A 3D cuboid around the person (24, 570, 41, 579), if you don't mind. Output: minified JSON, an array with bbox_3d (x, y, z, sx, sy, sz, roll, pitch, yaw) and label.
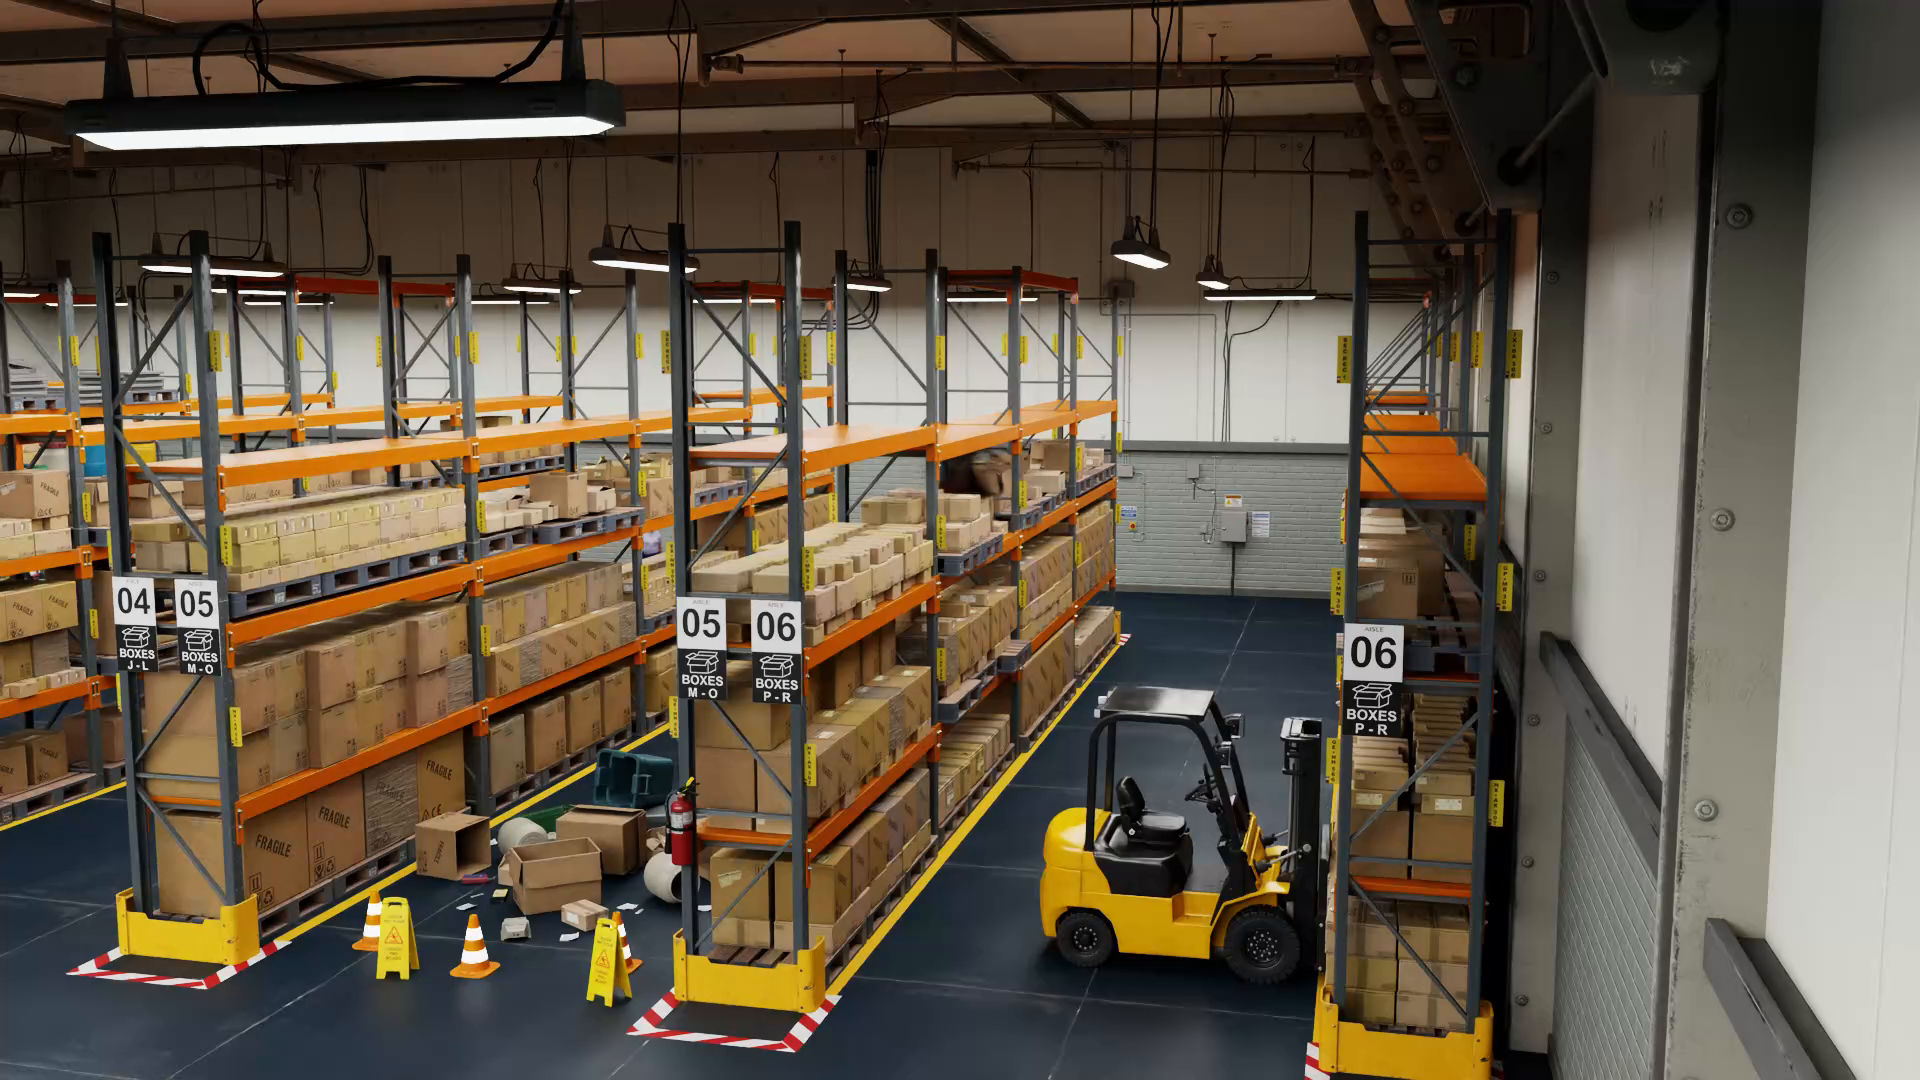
[{"bbox_3d":[-15.347,0.970,27.719,0.433,1.640,0.948,2,7,16],"label":"person"}]

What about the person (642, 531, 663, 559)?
[{"bbox_3d":[-6.106,0.368,32.794,0.480,1.595,0.898,0,7,0],"label":"person"}]
